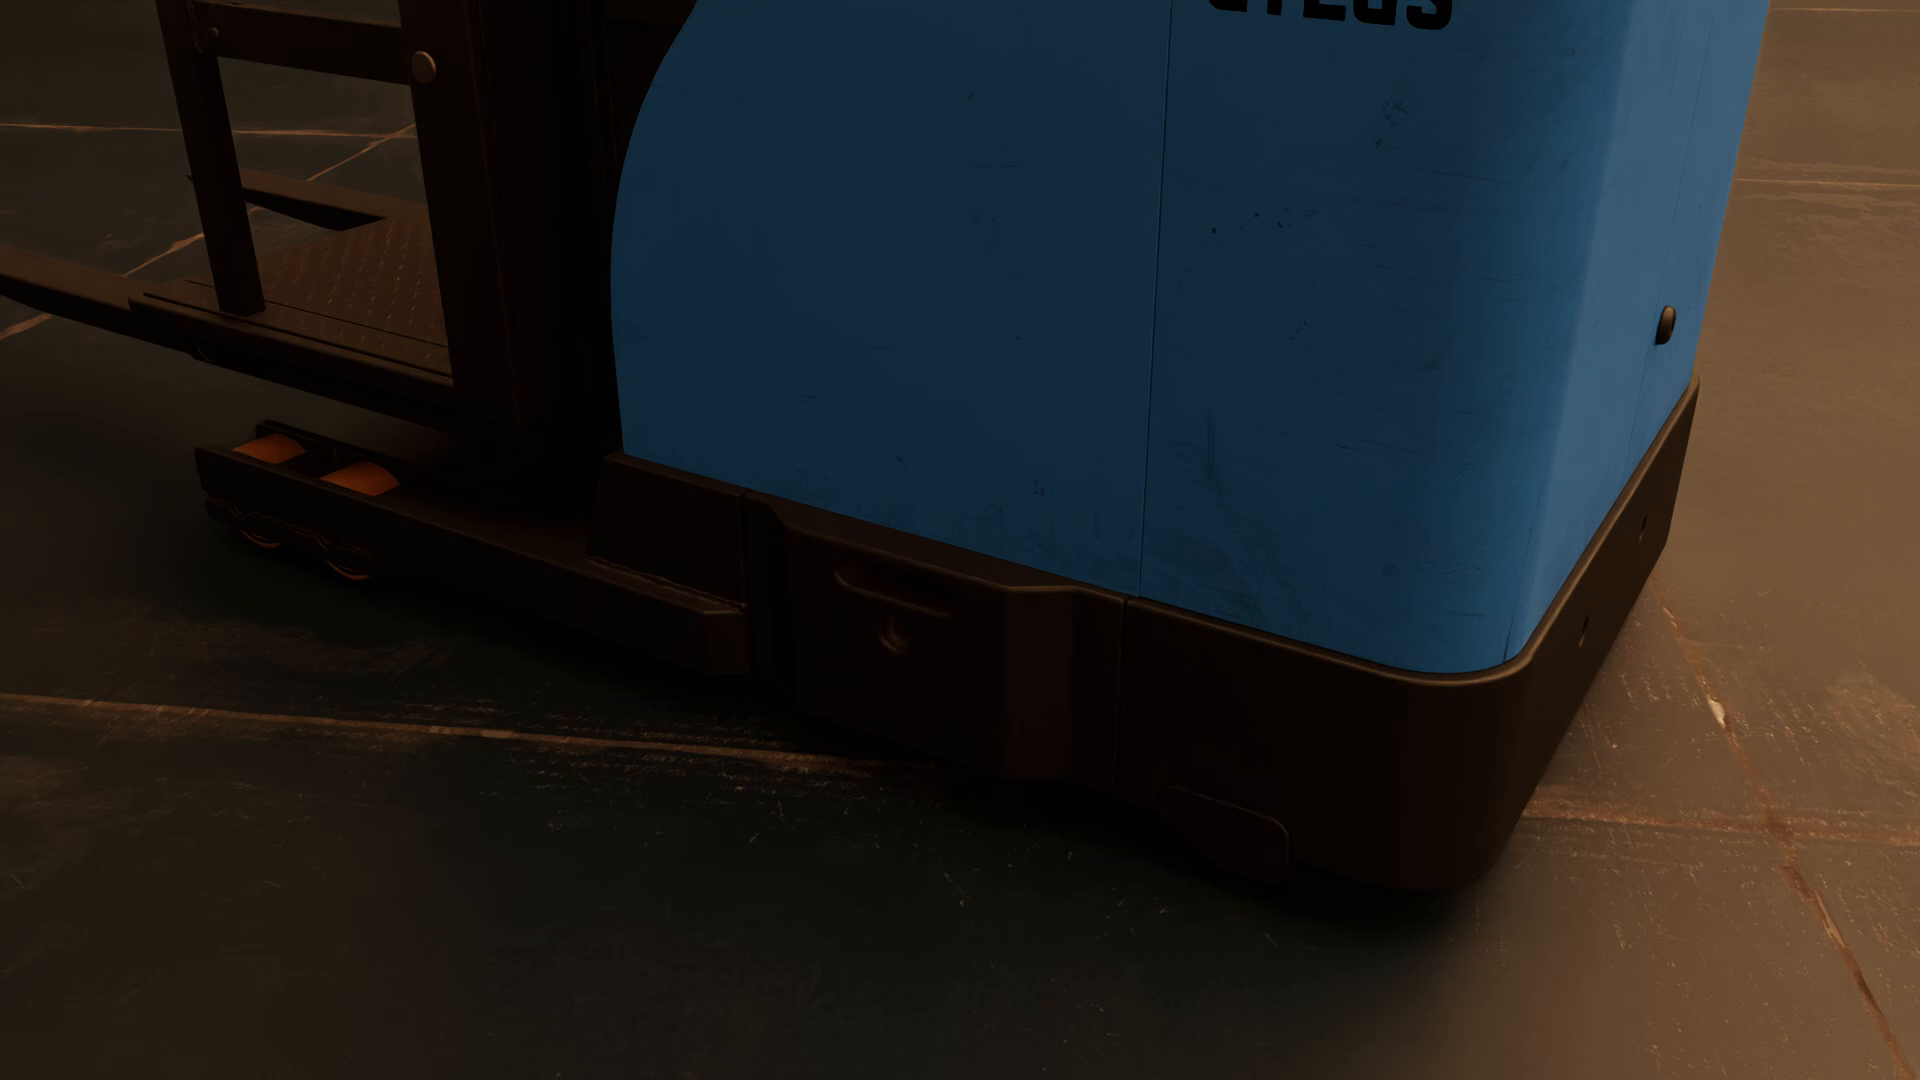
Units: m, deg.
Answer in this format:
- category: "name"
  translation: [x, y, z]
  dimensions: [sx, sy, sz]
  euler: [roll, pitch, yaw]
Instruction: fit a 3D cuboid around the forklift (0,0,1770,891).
- category: "forklift"
  translation: [-0.522, -1.437, 2.097]
  dimensions: [3.031, 2.935, 1.130]
  euler: [15, 30, 28]
